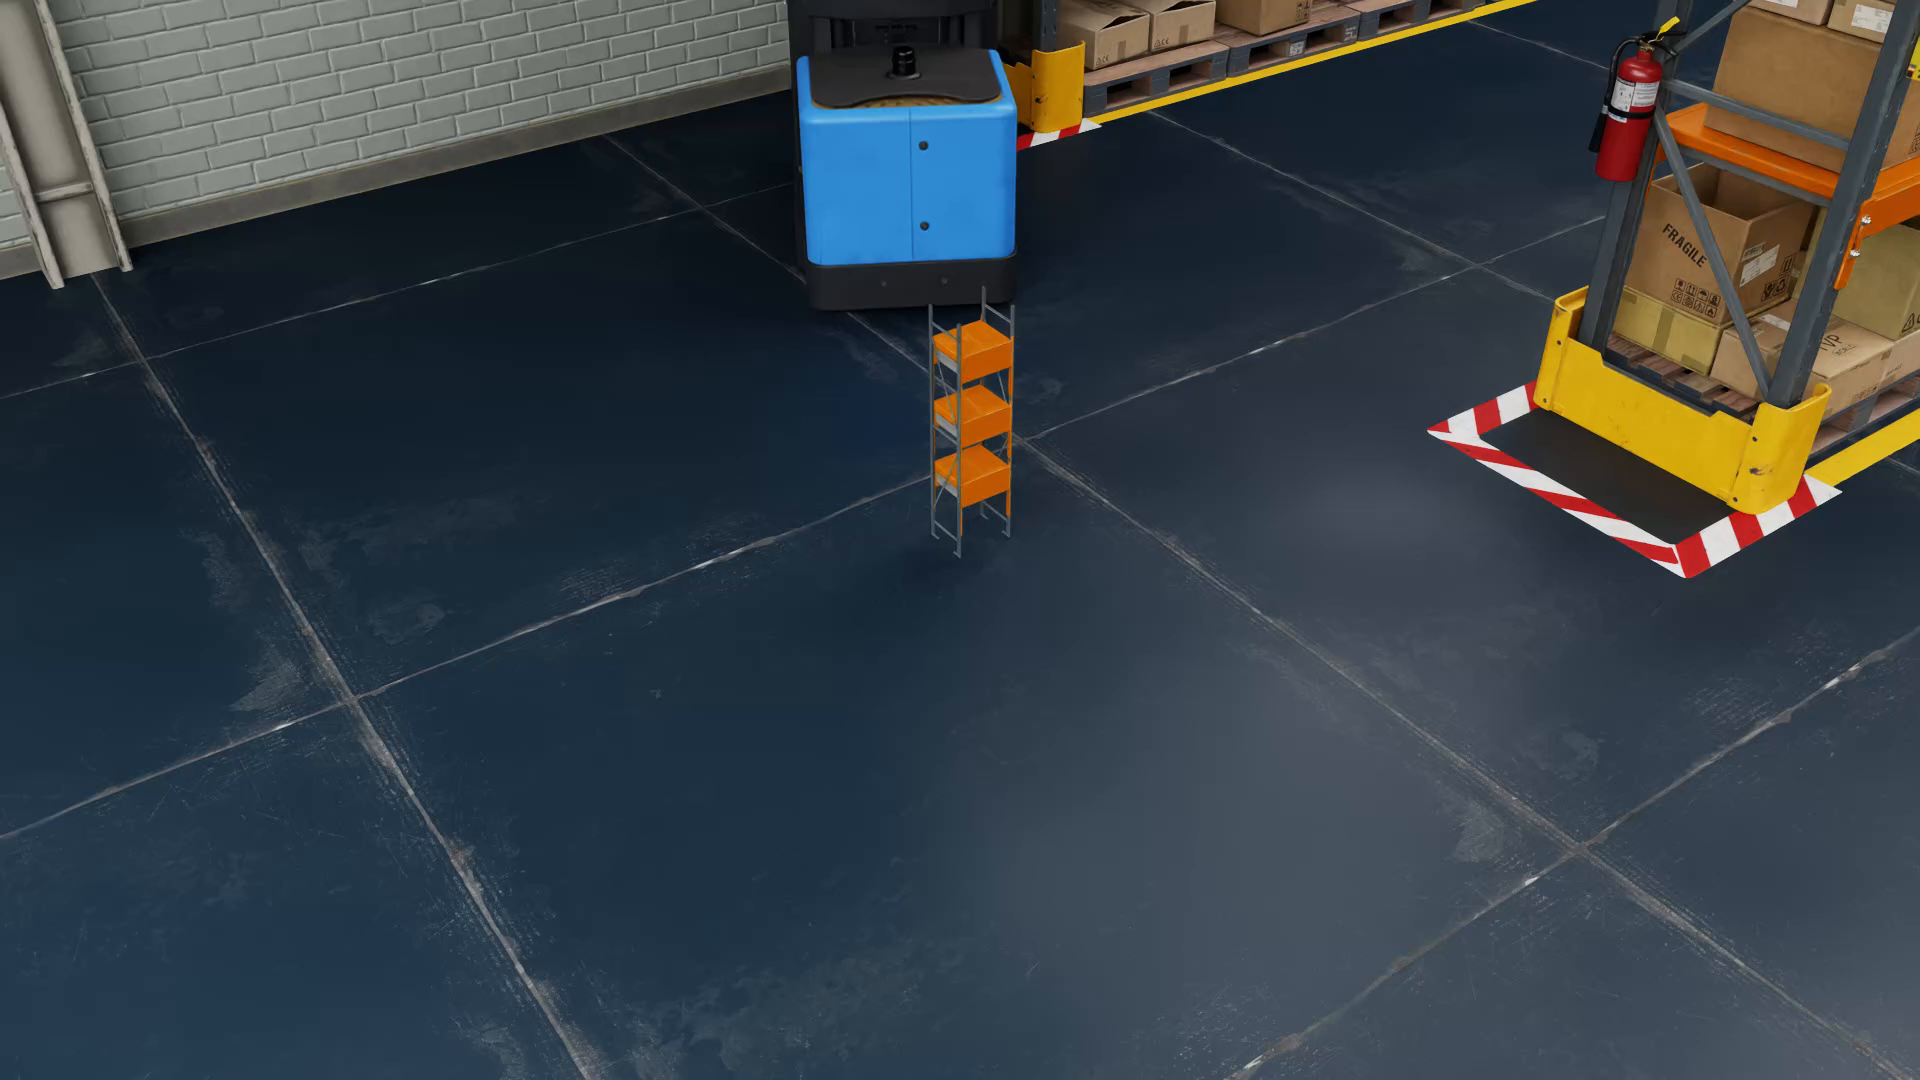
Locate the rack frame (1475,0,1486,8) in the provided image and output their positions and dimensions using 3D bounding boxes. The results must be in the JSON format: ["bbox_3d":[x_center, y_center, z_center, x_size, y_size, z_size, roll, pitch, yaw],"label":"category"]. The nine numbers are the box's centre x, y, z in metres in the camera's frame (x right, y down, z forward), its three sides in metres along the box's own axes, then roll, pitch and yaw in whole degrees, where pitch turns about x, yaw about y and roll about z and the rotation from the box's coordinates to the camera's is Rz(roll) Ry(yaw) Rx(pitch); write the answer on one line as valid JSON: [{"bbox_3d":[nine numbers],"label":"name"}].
[{"bbox_3d":[3.516,-5.361,11.634,0.127,3.000,1.000,-22,41,-28],"label":"rack frame"}]

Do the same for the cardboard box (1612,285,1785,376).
[{"bbox_3d":[3.372,-1.028,7.605,0.500,0.250,0.500,-22,41,-28],"label":"cardboard box"}]

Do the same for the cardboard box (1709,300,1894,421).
[{"bbox_3d":[3.670,-0.781,7.262,0.500,0.250,0.500,-22,41,-28],"label":"cardboard box"}]

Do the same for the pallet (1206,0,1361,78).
[{"bbox_3d":[1.990,-3.573,11.537,1.213,0.211,1.003,-22,41,-28],"label":"pallet"}]

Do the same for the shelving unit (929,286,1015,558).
[{"bbox_3d":[0.044,-0.444,6.468,0.252,1.050,0.215,-22,41,-28],"label":"shelving unit"}]

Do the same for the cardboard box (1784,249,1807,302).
[{"bbox_3d":[3.773,-1.202,7.847,0.500,0.250,0.500,-22,41,-28],"label":"cardboard box"}]

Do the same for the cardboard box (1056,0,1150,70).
[{"bbox_3d":[0.864,-3.292,10.684,0.500,0.311,0.500,-28,44,-33],"label":"cardboard box"}]

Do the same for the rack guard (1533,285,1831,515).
[{"bbox_3d":[3.084,-0.629,7.197,0.348,0.500,1.175,-22,41,-28],"label":"rack guard"}]

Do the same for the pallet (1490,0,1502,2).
[{"bbox_3d":[4.152,-4.491,12.814,1.213,0.211,1.003,-22,41,-28],"label":"pallet"}]

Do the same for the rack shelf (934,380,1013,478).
[{"bbox_3d":[0.044,-0.436,6.475,0.240,0.259,0.215,-22,41,-28],"label":"rack shelf"}]

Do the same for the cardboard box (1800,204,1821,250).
[{"bbox_3d":[4.179,-1.677,7.865,0.500,0.500,0.500,-22,41,-28],"label":"cardboard box"}]

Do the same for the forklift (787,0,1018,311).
[{"bbox_3d":[-0.378,-3.166,8.642,1.130,2.935,3.031,-3,36,-5],"label":"forklift"}]

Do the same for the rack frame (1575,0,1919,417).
[{"bbox_3d":[3.104,-1.652,6.478,0.127,3.000,1.000,-22,41,-28],"label":"rack frame"}]

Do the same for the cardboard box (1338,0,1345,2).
[{"bbox_3d":[2.691,-4.156,11.724,0.500,0.500,0.500,-26,43,-31],"label":"cardboard box"}]

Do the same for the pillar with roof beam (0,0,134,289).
[{"bbox_3d":[-2.104,-3.026,3.251,0.400,9.000,9.100,-22,41,-28],"label":"pillar with roof beam"}]

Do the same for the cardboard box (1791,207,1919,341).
[{"bbox_3d":[4.078,-1.254,7.278,0.500,0.500,0.500,-22,41,-28],"label":"cardboard box"}]

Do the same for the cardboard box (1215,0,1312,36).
[{"bbox_3d":[1.959,-3.783,11.206,0.500,0.500,0.700,-25,43,-31],"label":"cardboard box"}]

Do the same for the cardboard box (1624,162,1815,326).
[{"bbox_3d":[3.370,-1.333,7.388,0.500,0.500,0.500,-22,41,-28],"label":"cardboard box"}]

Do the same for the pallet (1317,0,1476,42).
[{"bbox_3d":[2.988,-3.986,12.111,1.213,0.211,1.003,-22,41,-28],"label":"pallet"}]

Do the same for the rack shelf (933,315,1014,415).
[{"bbox_3d":[0.044,-0.666,6.309,0.240,0.259,0.215,-22,41,-28],"label":"rack shelf"}]

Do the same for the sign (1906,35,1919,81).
[{"bbox_3d":[3.418,-1.769,5.831,0.005,0.325,0.100,-22,41,-28],"label":"sign"}]

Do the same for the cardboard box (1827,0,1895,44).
[{"bbox_3d":[3.548,-1.985,6.300,0.250,0.149,0.380,-23,41,-28],"label":"cardboard box"}]

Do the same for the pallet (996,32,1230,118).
[{"bbox_3d":[0.993,-3.165,10.970,1.213,0.211,1.003,-22,41,-28],"label":"pallet"}]

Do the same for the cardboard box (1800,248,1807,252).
[{"bbox_3d":[4.181,-1.371,8.082,0.500,0.250,0.500,-22,41,-28],"label":"cardboard box"}]

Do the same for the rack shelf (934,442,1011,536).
[{"bbox_3d":[0.044,-0.210,6.637,0.240,0.259,0.215,-22,41,-28],"label":"rack shelf"}]

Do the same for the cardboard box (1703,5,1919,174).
[{"bbox_3d":[3.493,-1.844,6.659,0.500,0.500,0.700,-22,41,-28],"label":"cardboard box"}]

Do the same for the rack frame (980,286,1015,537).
[{"bbox_3d":[0.143,-0.485,6.526,0.008,1.050,0.200,-22,41,-28],"label":"rack frame"}]

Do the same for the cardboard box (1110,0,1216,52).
[{"bbox_3d":[1.330,-3.484,10.951,0.500,0.311,0.500,-19,40,-24],"label":"cardboard box"}]

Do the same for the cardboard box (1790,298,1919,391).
[{"bbox_3d":[4.077,-0.951,7.498,0.500,0.250,0.500,-22,41,-28],"label":"cardboard box"}]

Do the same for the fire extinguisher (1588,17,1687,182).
[{"bbox_3d":[2.739,-1.803,6.754,0.183,0.674,0.296,-22,41,-28],"label":"fire extinguisher"}]

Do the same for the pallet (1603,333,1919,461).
[{"bbox_3d":[3.705,-0.797,7.678,1.213,0.211,1.003,-22,41,-28],"label":"pallet"}]

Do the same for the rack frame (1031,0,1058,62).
[{"bbox_3d":[0.247,-4.015,9.764,0.127,3.000,1.000,-22,41,-28],"label":"rack frame"}]

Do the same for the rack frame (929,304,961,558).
[{"bbox_3d":[-0.056,-0.403,6.411,0.008,1.050,0.200,-22,41,-28],"label":"rack frame"}]

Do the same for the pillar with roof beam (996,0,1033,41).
[{"bbox_3d":[2.801,-5.044,6.057,0.400,9.000,9.100,-22,41,-28],"label":"pillar with roof beam"}]

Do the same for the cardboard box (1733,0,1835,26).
[{"bbox_3d":[3.306,-2.176,6.565,0.250,0.149,0.380,-23,42,-29],"label":"cardboard box"}]

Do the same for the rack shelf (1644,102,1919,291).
[{"bbox_3d":[4.738,-2.033,7.624,4.000,0.370,1.077,-22,41,-28],"label":"rack shelf"}]

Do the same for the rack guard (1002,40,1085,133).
[{"bbox_3d":[0.309,-3.026,10.529,0.348,0.500,1.175,-22,41,-28],"label":"rack guard"}]
